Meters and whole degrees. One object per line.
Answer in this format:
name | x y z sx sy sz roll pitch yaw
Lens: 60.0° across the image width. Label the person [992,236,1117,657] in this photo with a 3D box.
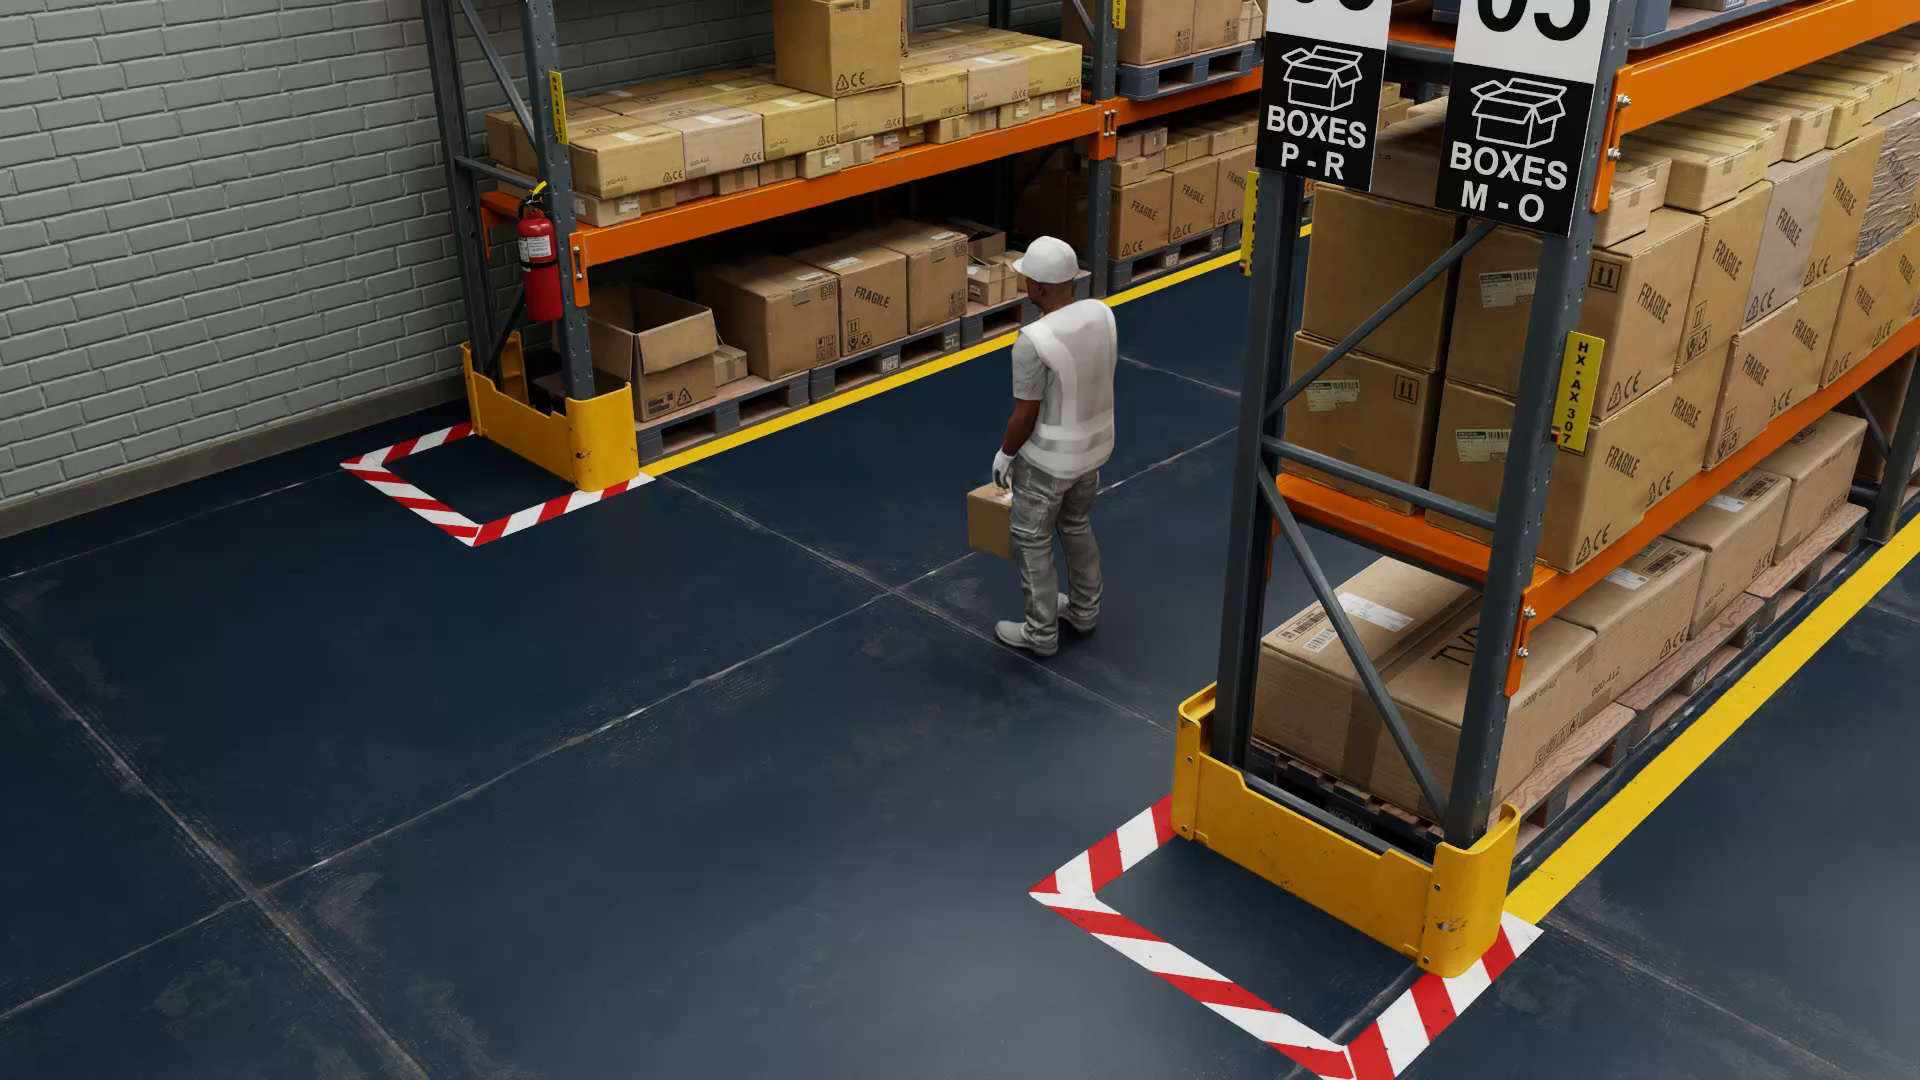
person | 0.395 -0.368 6.807 0.417 1.780 0.578 23 35 37
